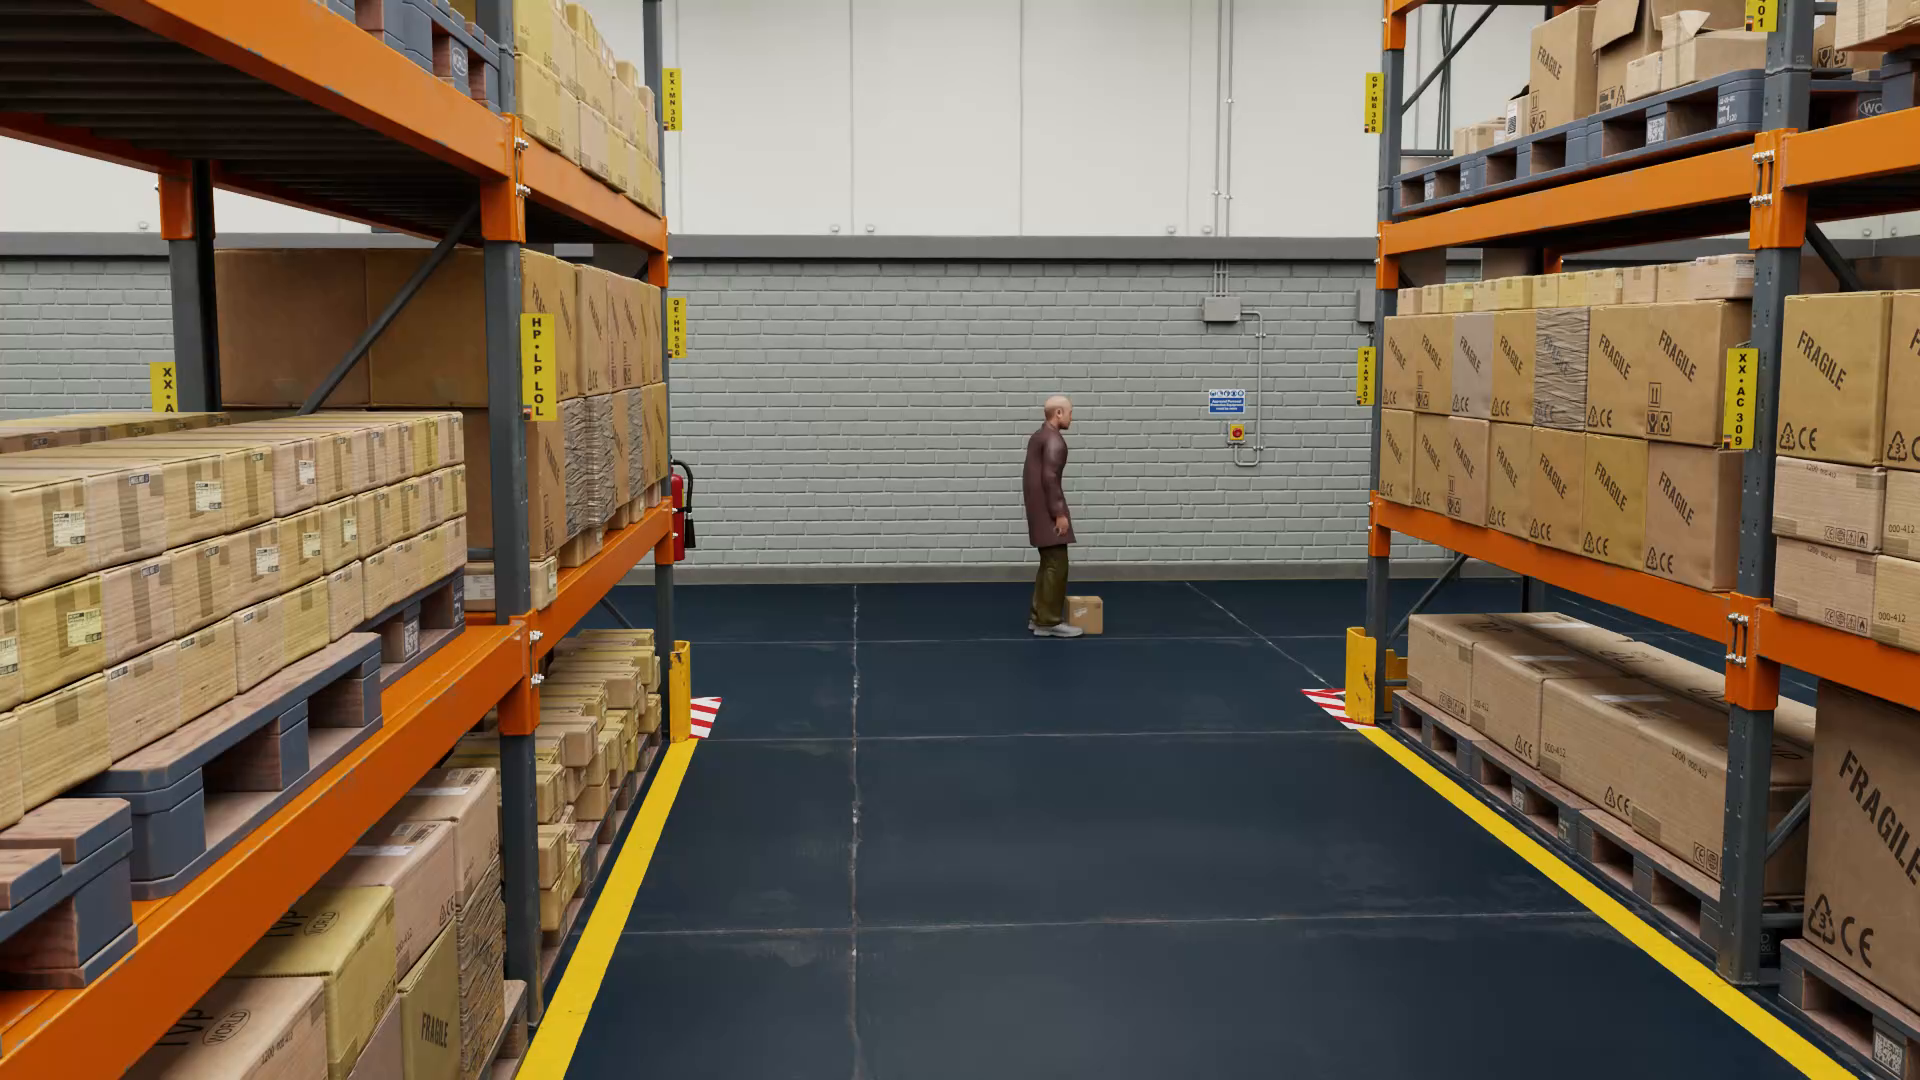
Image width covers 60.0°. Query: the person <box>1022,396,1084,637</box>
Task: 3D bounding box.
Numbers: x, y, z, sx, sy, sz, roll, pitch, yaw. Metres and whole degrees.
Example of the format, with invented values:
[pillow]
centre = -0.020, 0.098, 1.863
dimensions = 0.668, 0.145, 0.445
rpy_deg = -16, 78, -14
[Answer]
[person]
centre = 0.683, -0.189, 12.414
dimensions = 0.429, 1.772, 0.644
rpy_deg = -1, 7, -7
